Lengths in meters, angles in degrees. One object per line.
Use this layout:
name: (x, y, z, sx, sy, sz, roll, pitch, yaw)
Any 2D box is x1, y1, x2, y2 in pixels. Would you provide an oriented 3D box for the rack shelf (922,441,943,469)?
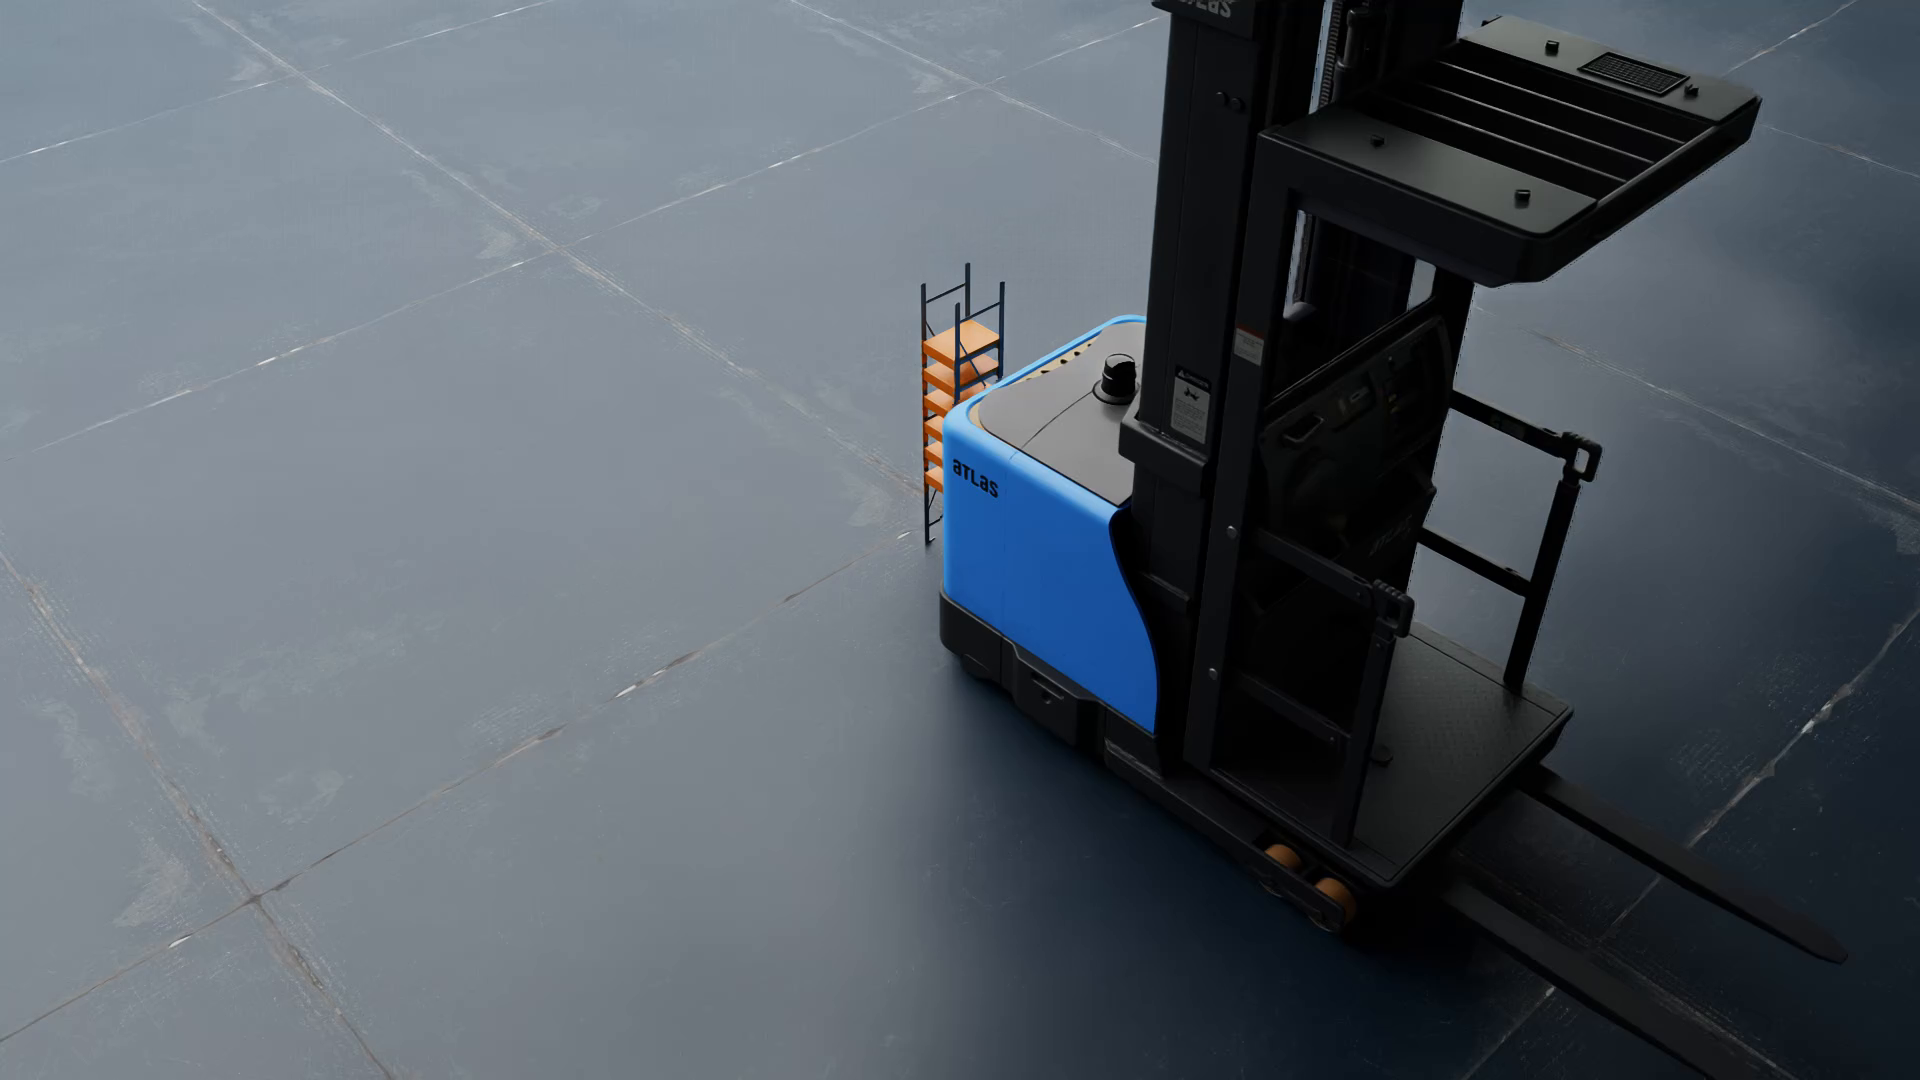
rack shelf: (0.010, -0.332, 6.468, 0.258, 0.103, 0.180, -30, 48, -32)

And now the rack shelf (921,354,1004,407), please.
rack shelf: (0.010, -0.612, 6.242, 0.258, 0.103, 0.180, -30, 48, -32)

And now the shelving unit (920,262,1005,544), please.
shelving unit: (0.010, -0.460, 6.365, 0.258, 1.200, 0.189, -30, 48, -32)

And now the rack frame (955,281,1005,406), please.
rack frame: (0.072, -0.418, 6.312, 0.240, 1.200, 0.006, -30, 48, -32)

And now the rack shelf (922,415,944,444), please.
rack shelf: (0.010, -0.426, 6.393, 0.258, 0.103, 0.180, -30, 48, -32)

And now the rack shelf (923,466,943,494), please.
rack shelf: (0.010, -0.239, 6.543, 0.258, 0.103, 0.180, -30, 48, -32)

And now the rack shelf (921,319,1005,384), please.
rack shelf: (0.010, -0.706, 6.166, 0.258, 0.103, 0.180, -30, 48, -32)

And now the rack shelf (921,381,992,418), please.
rack shelf: (0.010, -0.519, 6.317, 0.258, 0.103, 0.180, -30, 48, -32)

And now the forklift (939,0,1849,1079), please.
forklift: (1.318, -0.283, 4.767, 1.130, 2.935, 3.031, -32, 49, -33)

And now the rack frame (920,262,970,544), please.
rack frame: (-0.052, -0.502, 6.417, 0.240, 1.200, 0.006, -30, 48, -32)
